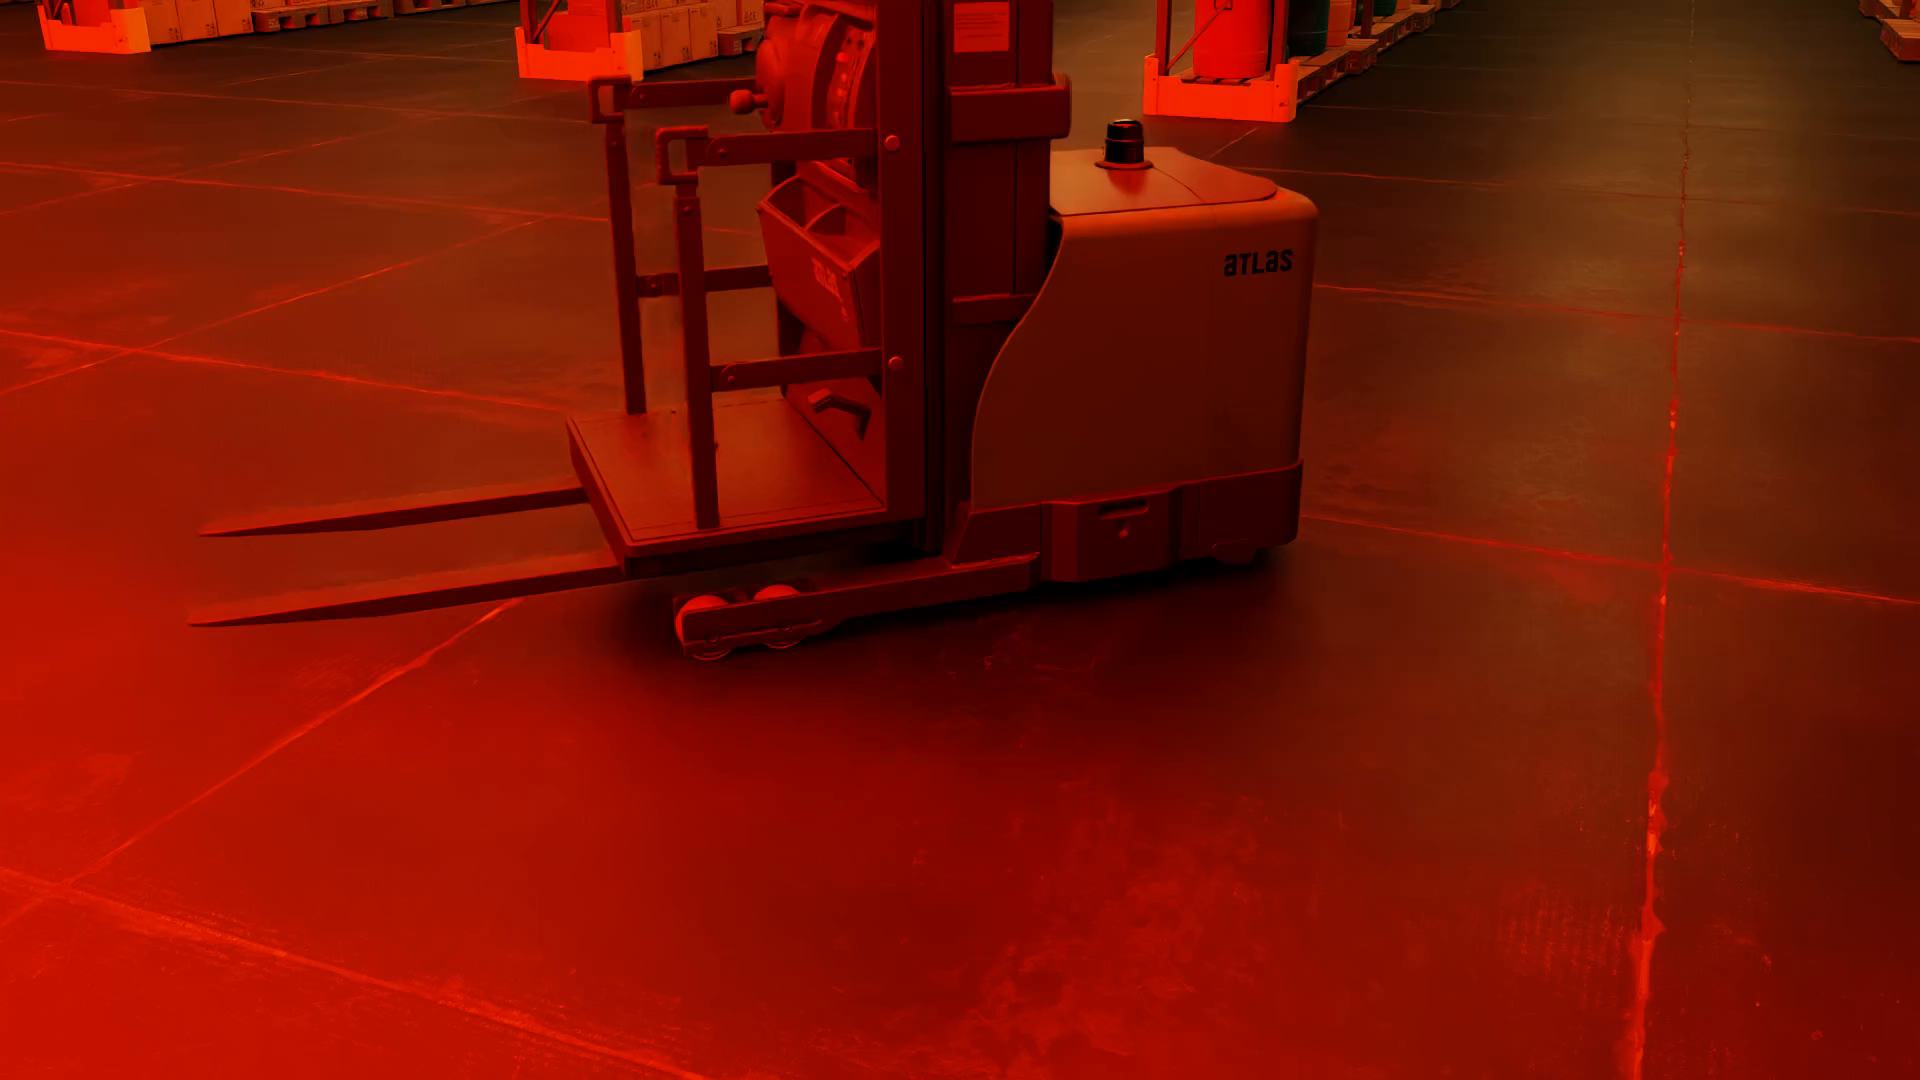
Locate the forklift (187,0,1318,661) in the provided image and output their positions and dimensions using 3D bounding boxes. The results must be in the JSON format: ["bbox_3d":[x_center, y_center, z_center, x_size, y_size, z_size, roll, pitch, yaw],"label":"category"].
[{"bbox_3d":[-0.570,-1.268,4.325,3.031,2.935,1.130,-8,24,-19],"label":"forklift"}]
